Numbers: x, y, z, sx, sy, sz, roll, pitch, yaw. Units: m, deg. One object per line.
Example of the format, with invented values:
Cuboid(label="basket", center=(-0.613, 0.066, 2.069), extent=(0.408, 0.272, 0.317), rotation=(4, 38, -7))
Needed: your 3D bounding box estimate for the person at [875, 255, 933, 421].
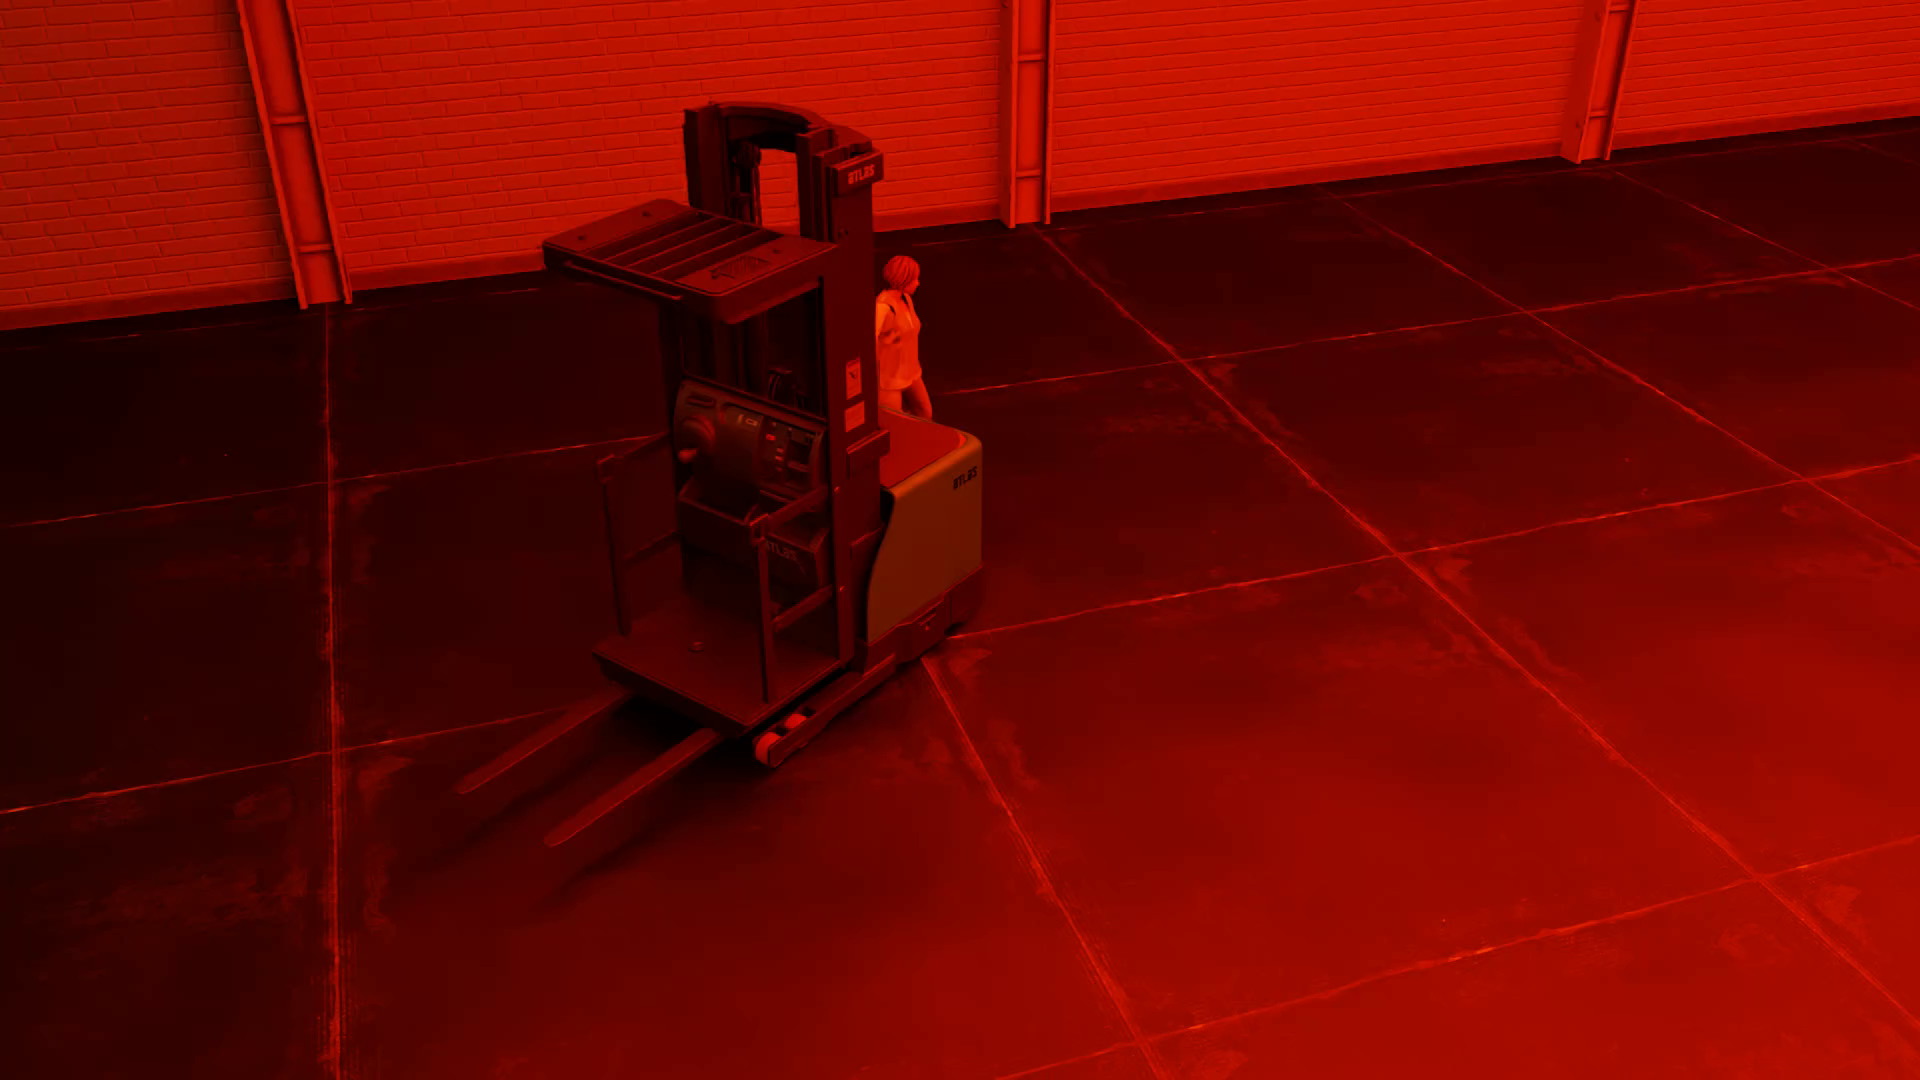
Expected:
Cuboid(label="person", center=(-0.484, -0.995, 10.260), extent=(0.440, 1.548, 0.747), rotation=(14, 33, 23))

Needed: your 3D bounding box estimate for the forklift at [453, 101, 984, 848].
Cuboid(label="forklift", center=(-1.149, -0.441, 7.853), extent=(1.130, 2.935, 3.031), rotation=(20, 36, 31))
